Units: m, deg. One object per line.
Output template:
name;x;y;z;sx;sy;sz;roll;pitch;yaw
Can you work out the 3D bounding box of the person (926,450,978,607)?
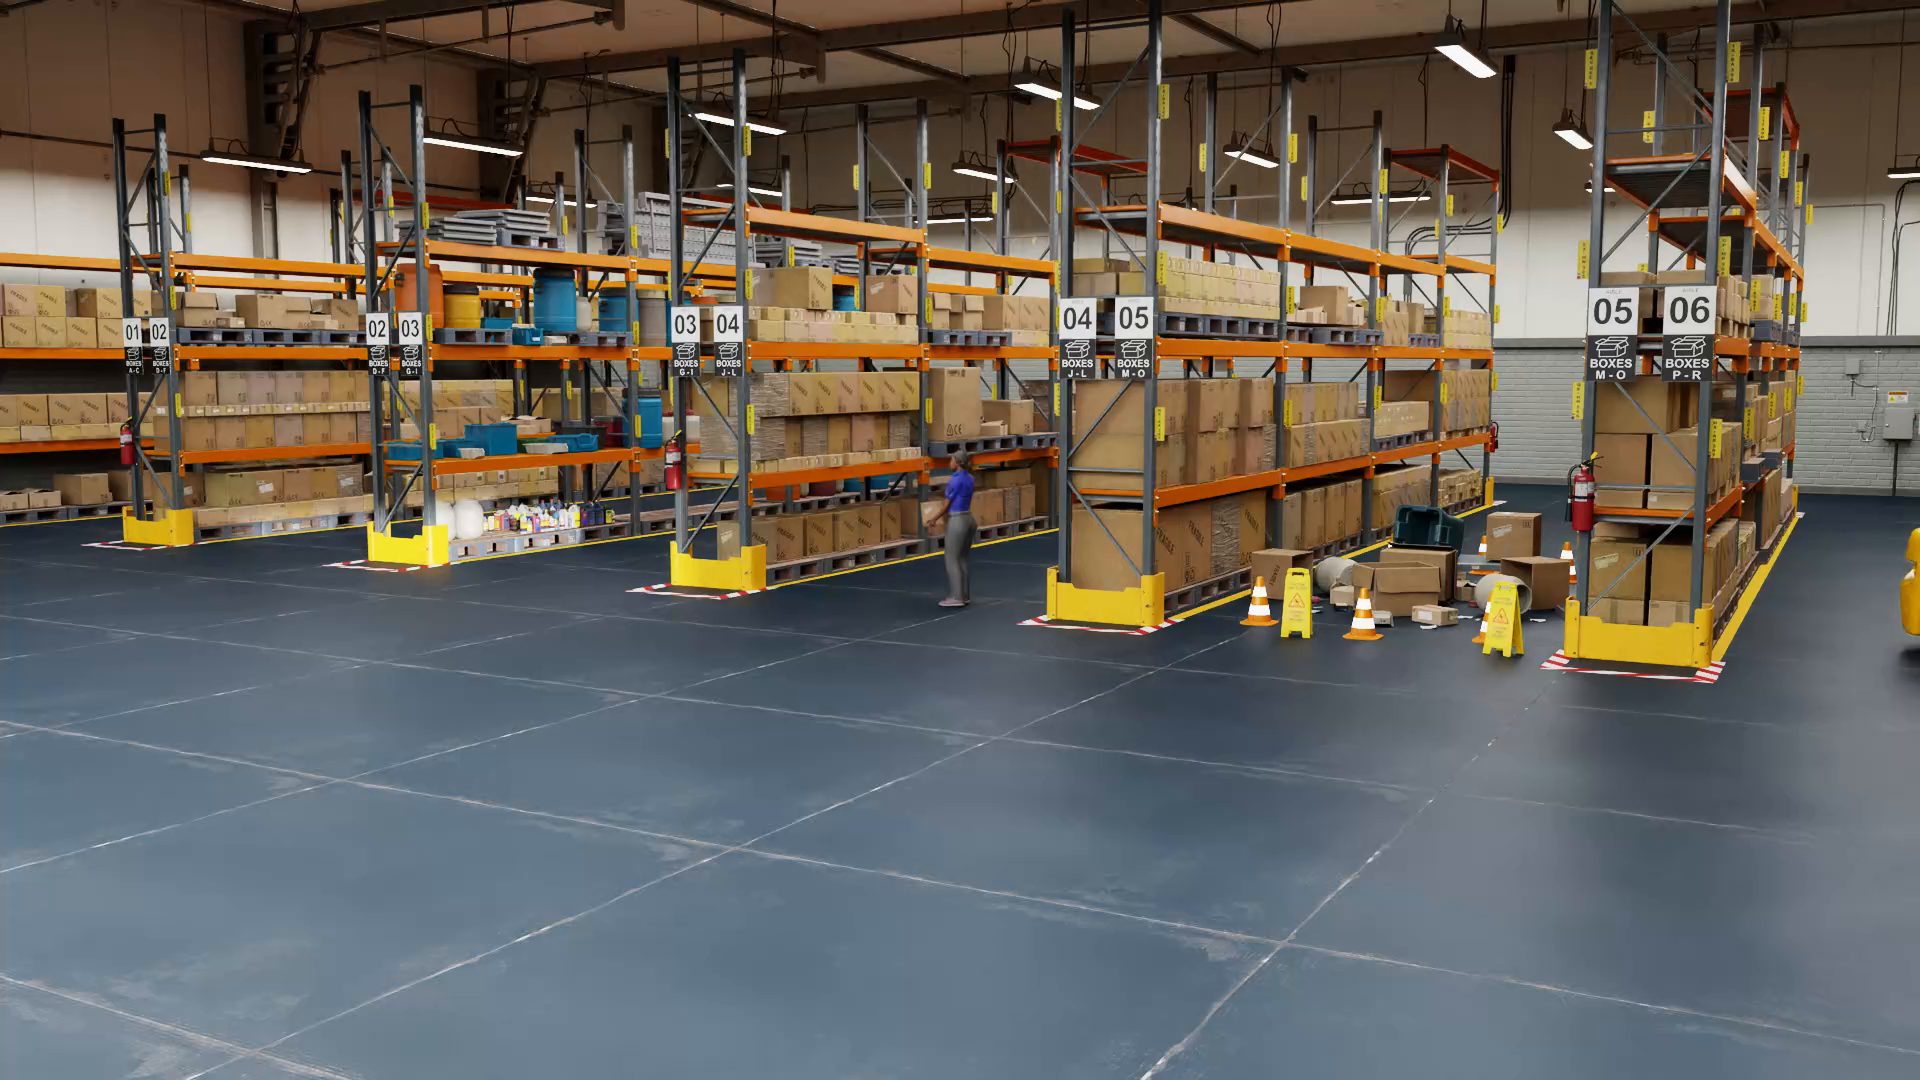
person;-0.084;-0.122;17.655;0.499;1.644;0.441;3;7;28
